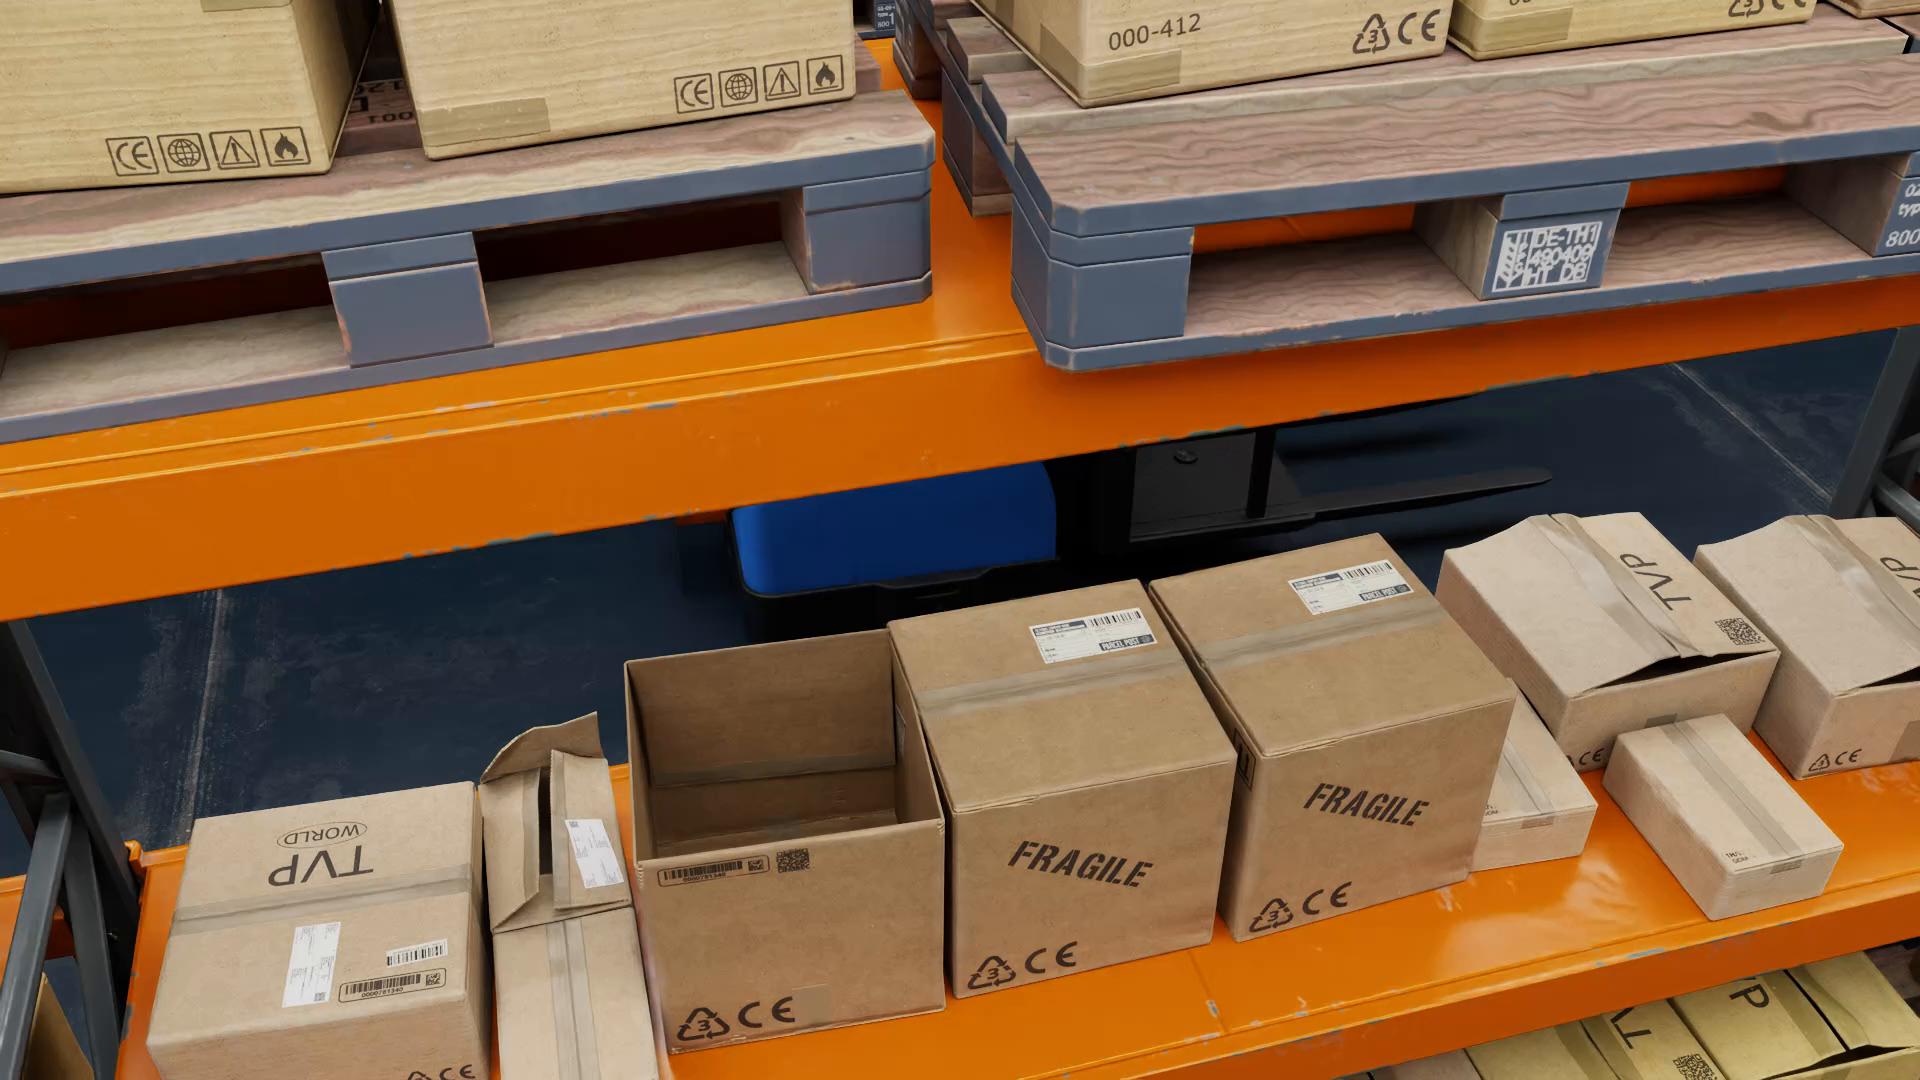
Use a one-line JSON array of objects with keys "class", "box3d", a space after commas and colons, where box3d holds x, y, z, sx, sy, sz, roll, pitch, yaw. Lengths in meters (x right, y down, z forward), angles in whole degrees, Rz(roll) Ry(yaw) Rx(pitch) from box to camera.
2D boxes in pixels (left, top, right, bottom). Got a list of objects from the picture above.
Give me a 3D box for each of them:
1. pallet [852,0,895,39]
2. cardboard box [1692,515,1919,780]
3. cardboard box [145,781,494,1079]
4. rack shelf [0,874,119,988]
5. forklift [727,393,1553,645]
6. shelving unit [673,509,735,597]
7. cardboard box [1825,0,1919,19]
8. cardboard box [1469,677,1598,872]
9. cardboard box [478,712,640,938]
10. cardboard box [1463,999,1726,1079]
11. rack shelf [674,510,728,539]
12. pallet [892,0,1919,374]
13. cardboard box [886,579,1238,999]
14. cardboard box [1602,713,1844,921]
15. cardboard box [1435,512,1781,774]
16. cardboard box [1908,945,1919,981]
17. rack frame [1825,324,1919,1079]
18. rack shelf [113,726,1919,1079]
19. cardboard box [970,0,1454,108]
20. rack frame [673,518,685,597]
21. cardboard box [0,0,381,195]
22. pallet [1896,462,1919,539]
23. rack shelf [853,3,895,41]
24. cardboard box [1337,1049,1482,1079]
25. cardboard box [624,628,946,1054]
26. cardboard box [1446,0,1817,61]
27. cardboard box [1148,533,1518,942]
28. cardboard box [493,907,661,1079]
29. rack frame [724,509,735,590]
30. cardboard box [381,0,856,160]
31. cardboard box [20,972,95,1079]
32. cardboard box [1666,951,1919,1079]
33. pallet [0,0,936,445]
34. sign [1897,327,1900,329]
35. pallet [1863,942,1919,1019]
[{"class": "pallet", "box3d": [-0.904, -2.357, 7.020, 1.213, 0.211, 1.003, -9, 38, -12]}, {"class": "cardboard box", "box3d": [1.929, 0.202, 3.591, 0.500, 0.311, 0.500, -7, 38, -9]}, {"class": "cardboard box", "box3d": [-1.107, 0.724, 2.958, 0.500, 0.250, 0.500, -7, 38, -9]}, {"class": "rack shelf", "box3d": [-3.501, 1.371, 2.582, 4.000, 0.370, 1.077, -9, 38, -12]}, {"class": "forklift", "box3d": [0.659, -1.221, 5.433, 3.031, 2.935, 1.130, -8, 38, -10]}, {"class": "shelving unit", "box3d": [-0.930, -0.355, 5.727, 0.189, 1.200, 0.258, -8, 38, -10]}, {"class": "cardboard box", "box3d": [1.367, -0.966, 2.353, 0.500, 0.250, 0.500, -8, 38, -11]}, {"class": "cardboard box", "box3d": [1.075, 0.469, 3.374, 0.250, 0.149, 0.380, -7, 38, -9]}, {"class": "cardboard box", "box3d": [-0.770, 0.574, 3.141, 0.258, 0.266, 0.396, -10, 39, -13]}, {"class": "cardboard box", "box3d": [1.350, 1.151, 3.733, 0.500, 0.311, 0.500, -10, 39, -13]}, {"class": "rack shelf", "box3d": [-0.930, -0.129, 5.900, 0.180, 0.103, 0.258, -8, 38, -10]}, {"class": "pallet", "box3d": [0.580, -0.643, 2.308, 1.213, 0.211, 1.003, -8, 38, -10]}, {"class": "cardboard box", "box3d": [0.167, 0.453, 3.106, 0.500, 0.500, 0.500, -9, 38, -12]}, {"class": "cardboard box", "box3d": [1.495, 0.539, 3.284, 0.250, 0.149, 0.380, -9, 38, -12]}, {"class": "cardboard box", "box3d": [1.377, 0.198, 3.596, 0.500, 0.311, 0.500, -10, 38, -12]}, {"class": "cardboard box", "box3d": [2.805, 1.048, 4.106, 0.500, 0.500, 0.500, -8, 38, -10]}, {"class": "rack frame", "box3d": [2.291, 0.134, 3.605, 0.127, 3.000, 1.000, -9, 38, -12]}, {"class": "rack shelf", "box3d": [0.360, 0.737, 3.410, 4.000, 0.370, 1.077, -9, 38, -12]}, {"class": "cardboard box", "box3d": [0.291, -0.797, 2.133, 0.500, 0.250, 0.500, -12, 39, -16]}, {"class": "rack frame", "box3d": [-1.019, -0.344, 5.712, 0.006, 1.200, 0.240, -8, 38, -10]}, {"class": "cardboard box", "box3d": [-0.973, -0.623, 1.904, 0.500, 0.250, 0.500, -6, 38, -7]}, {"class": "pallet", "box3d": [2.927, 0.062, 3.858, 1.003, 0.211, 1.213, -9, 38, -12]}, {"class": "rack shelf", "box3d": [-0.935, -2.168, 7.208, 4.000, 0.370, 1.077, -9, 38, -12]}, {"class": "cardboard box", "box3d": [0.862, 1.229, 3.631, 0.500, 0.311, 0.500, -10, 38, -12]}, {"class": "cardboard box", "box3d": [-0.316, 0.533, 3.002, 0.500, 0.500, 0.500, -7, 38, -9]}, {"class": "cardboard box", "box3d": [0.811, -0.882, 2.243, 0.500, 0.250, 0.500, -10, 39, -13]}, {"class": "cardboard box", "box3d": [0.676, 0.370, 3.215, 0.500, 0.500, 0.500, -11, 39, -14]}, {"class": "cardboard box", "box3d": [-0.662, 0.847, 2.880, 0.250, 0.149, 0.380, -9, 38, -12]}, {"class": "rack frame", "box3d": [-0.840, -0.367, 5.742, 0.006, 1.200, 0.240, -8, 38, -10]}, {"class": "cardboard box", "box3d": [-0.444, -0.711, 2.020, 0.500, 0.250, 0.500, -13, 39, -16]}, {"class": "cardboard box", "box3d": [-2.100, 1.285, 3.401, 0.500, 0.500, 0.500, -9, 38, -12]}, {"class": "cardboard box", "box3d": [1.850, 1.064, 3.846, 0.500, 0.311, 0.500, -8, 38, -11]}, {"class": "pallet", "box3d": [-0.722, -0.495, 2.116, 1.217, 0.209, 0.805, -11, 39, -14]}, {"class": "sign", "box3d": [2.141, -0.611, 3.692, 0.005, 0.325, 0.100, -9, 38, -12]}, {"class": "pallet", "box3d": [3.022, 1.146, 4.578, 1.213, 0.211, 1.003, -9, 38, -12]}]
